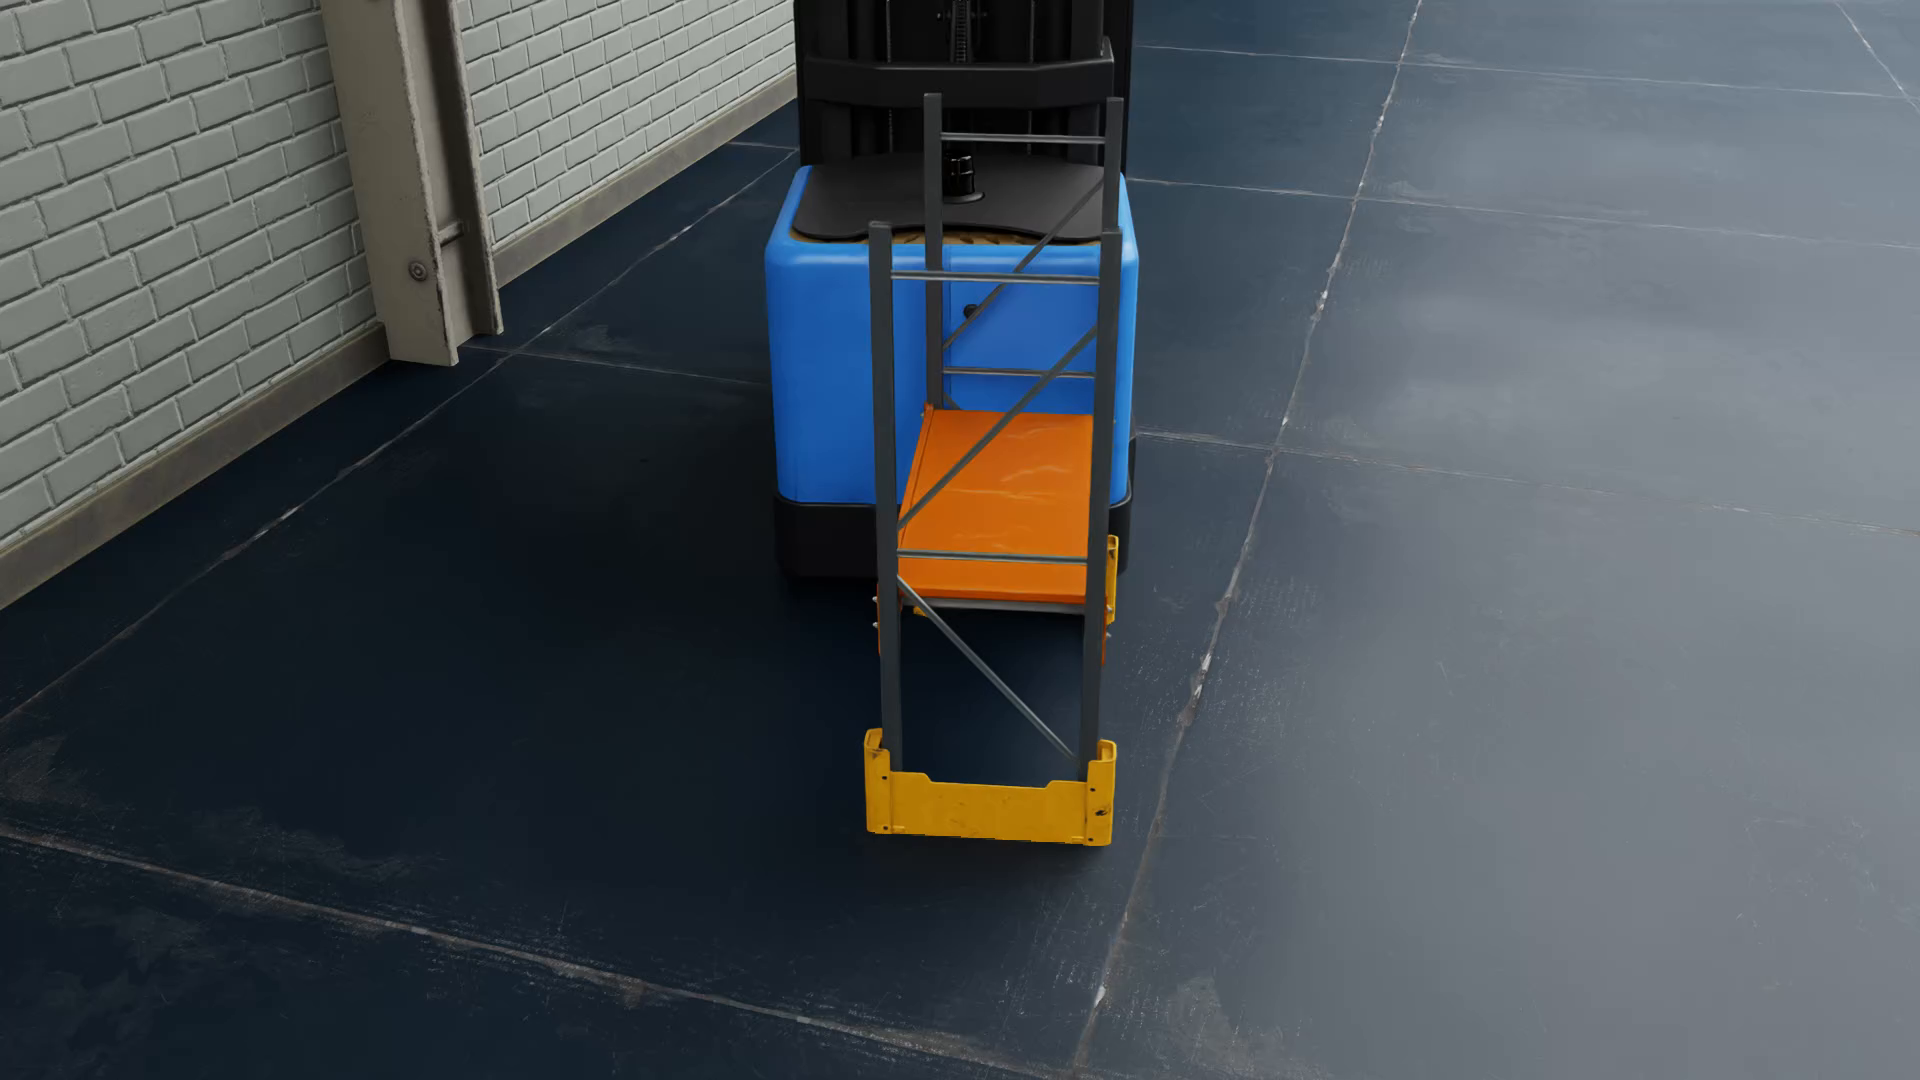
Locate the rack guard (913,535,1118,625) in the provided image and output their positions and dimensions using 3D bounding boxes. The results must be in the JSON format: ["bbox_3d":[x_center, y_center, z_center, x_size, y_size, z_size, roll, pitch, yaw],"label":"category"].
[{"bbox_3d":[0.157,0.104,4.806,0.587,0.250,0.087,2,29,4],"label":"rack guard"}]

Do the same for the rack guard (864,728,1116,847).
[{"bbox_3d":[0.069,0.586,3.939,0.587,0.250,0.087,2,29,4],"label":"rack guard"}]

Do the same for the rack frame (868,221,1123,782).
[{"bbox_3d":[0.069,0.041,3.634,0.500,1.500,0.032,2,29,4],"label":"rack frame"}]

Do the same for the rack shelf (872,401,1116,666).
[{"bbox_3d":[0.114,-0.048,4.164,0.538,0.185,1.000,2,29,4],"label":"rack shelf"}]

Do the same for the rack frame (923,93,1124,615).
[{"bbox_3d":[0.159,-0.452,4.519,0.500,1.500,0.032,2,29,4],"label":"rack frame"}]

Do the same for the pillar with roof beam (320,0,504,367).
[{"bbox_3d":[2.051,-4.106,3.374,9.100,9.000,0.400,8,30,15],"label":"pillar with roof beam"}]

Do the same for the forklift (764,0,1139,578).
[{"bbox_3d":[0.019,-1.838,5.540,1.130,2.935,3.031,1,29,2],"label":"forklift"}]

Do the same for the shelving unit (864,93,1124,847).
[{"bbox_3d":[0.113,-0.201,4.069,0.587,1.500,1.083,2,29,4],"label":"shelving unit"}]
